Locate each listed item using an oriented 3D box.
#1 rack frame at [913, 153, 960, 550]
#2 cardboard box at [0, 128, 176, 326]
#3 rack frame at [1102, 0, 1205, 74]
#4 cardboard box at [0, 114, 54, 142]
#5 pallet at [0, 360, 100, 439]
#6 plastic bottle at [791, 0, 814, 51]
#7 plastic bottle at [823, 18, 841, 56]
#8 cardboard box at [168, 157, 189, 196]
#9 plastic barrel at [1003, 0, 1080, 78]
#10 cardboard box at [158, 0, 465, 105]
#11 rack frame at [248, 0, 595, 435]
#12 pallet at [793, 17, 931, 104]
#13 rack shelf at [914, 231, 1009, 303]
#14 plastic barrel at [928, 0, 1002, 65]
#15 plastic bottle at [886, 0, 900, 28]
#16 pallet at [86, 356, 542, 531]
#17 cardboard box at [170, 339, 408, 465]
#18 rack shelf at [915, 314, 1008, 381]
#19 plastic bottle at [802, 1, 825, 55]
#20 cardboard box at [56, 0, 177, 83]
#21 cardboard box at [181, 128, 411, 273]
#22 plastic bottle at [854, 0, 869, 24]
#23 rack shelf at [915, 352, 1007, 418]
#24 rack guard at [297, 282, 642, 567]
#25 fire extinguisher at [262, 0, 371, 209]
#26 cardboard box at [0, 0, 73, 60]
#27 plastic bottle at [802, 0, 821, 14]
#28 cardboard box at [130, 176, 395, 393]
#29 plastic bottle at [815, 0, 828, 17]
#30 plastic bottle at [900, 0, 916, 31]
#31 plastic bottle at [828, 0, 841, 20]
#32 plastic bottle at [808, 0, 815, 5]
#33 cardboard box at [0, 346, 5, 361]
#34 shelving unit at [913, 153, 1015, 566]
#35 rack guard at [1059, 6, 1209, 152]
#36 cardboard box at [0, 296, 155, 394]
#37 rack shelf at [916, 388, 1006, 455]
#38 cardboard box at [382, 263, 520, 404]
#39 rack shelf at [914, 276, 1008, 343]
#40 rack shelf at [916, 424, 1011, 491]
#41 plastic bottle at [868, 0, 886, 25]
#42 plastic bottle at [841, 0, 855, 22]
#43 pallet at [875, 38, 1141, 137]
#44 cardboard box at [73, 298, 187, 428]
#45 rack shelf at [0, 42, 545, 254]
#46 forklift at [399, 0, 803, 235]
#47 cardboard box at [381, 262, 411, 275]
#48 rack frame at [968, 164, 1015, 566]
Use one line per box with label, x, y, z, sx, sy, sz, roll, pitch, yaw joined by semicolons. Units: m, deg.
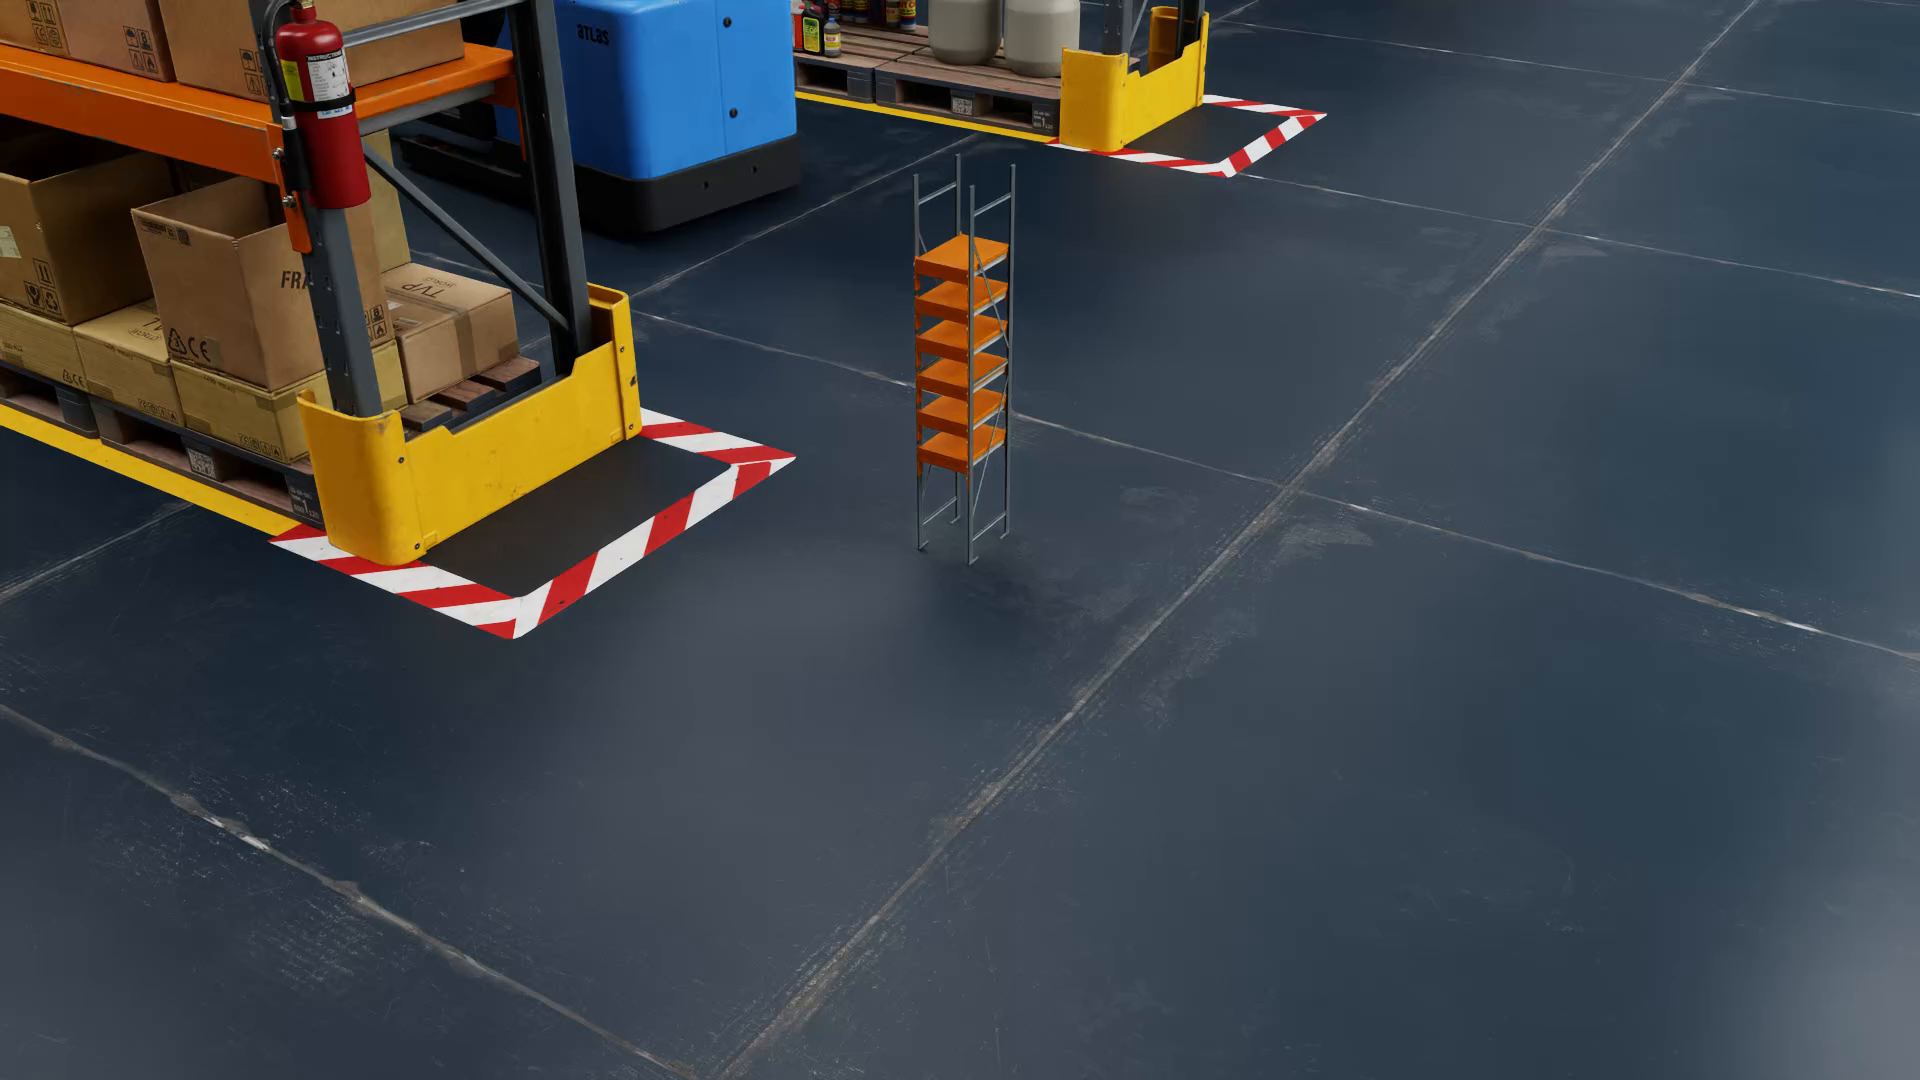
rack frame;-0.065;-0.539;4.983;0.006;1.200;0.240;18;35;27
cardboard box;-3.052;-1.099;5.725;0.500;0.500;0.500;18;35;27
rack frame;1.052;-3.616;8.472;0.127;3.000;1.000;18;35;27
cardboard box;-3.475;-1.234;5.956;0.500;0.500;0.500;18;35;27
pallet;-3.284;-0.813;6.434;1.213;0.211;1.003;18;35;27
plastic bottle;-0.936;-3.014;9.706;0.135;0.276;0.152;18;35;28
plastic bottle;-0.737;-2.903;9.589;0.097;0.201;0.097;0;30;0
cardboard box;-2.776;-1.321;6.105;0.500;0.500;0.500;18;35;27
plastic barrel;0.454;-2.867;9.239;0.421;0.512;0.421;0;30;0
cardboard box;-1.974;-1.677;5.048;0.500;0.500;0.700;18;35;27
rack frame;-1.585;-1.503;4.850;0.127;3.000;1.000;18;35;27
pallet;-0.752;-2.959;10.113;1.213;0.211;1.003;18;35;27
rack shelf;0.012;-0.787;4.782;0.180;0.103;0.258;18;35;27
plastic barrel;0.029;-3.001;9.470;0.421;0.512;0.421;0;30;0
plastic bottle;-0.406;-3.244;10.174;0.097;0.201;0.097;0;30;0
pallet;-2.255;-0.486;5.873;1.213;0.211;1.003;18;35;27
cardboard box;-2.196;-0.514;5.467;0.500;0.250;0.500;18;35;27
rack shelf;0.012;-0.580;4.903;0.180;0.103;0.258;18;35;27
plastic bottle;-0.846;-2.961;9.609;0.133;0.283;0.061;18;35;29
cardboard box;-2.421;-1.816;5.286;0.500;0.500;0.700;19;35;29
cardboard box;-2.345;-1.193;5.885;0.500;0.500;0.500;18;35;27
plastic bottle;-0.609;-3.338;10.267;0.097;0.271;0.097;0;30;0
rack shelf;0.012;-0.476;4.963;0.180;0.103;0.258;18;35;27
rack guard;-1.565;-0.417;5.469;0.348;0.500;1.175;18;35;27
fire extinguisher;-1.732;-1.240;4.475;0.183;0.674;0.296;18;35;27
cardboard box;-2.838;-1.951;5.518;0.500;0.500;0.700;18;35;28
plastic bottle;-0.880;-3.063;9.782;0.133;0.283;0.061;18;35;27
cardboard box;-2.197;-0.837;5.277;0.500;0.500;0.500;18;35;27
plastic bottle;-0.865;-3.419;10.406;0.097;0.271;0.097;0;30;0
plastic bottle;-0.318;-3.247;10.109;0.097;0.271;0.097;0;30;0
plastic bottle;-0.777;-3.361;10.376;0.097;0.201;0.097;0;30;0
plastic bottle;-0.951;-3.417;10.470;0.097;0.201;0.097;0;30;0
cardboard box;-3.473;-0.911;6.147;0.500;0.250;0.500;18;35;27
shelving unit;0.012;-0.514;4.941;0.189;1.200;0.258;18;35;27
rack guard;0.962;-2.537;9.102;0.348;0.500;1.175;18;35;27
cardboard box;-3.051;-0.776;5.916;0.500;0.250;0.500;18;35;27
rack shelf;0.012;-0.372;5.024;0.180;0.103;0.258;18;35;27
cardboard box;-1.921;-0.736;5.846;0.500;0.250;0.500;18;35;27
rack shelf;0.012;-0.683;4.842;0.180;0.103;0.258;18;35;27
rack shelf;0.012;-0.269;5.084;0.180;0.103;0.258;18;35;27
plastic bottle;-0.500;-3.320;10.223;0.133;0.283;0.061;18;35;28
plastic bottle;-0.693;-3.365;10.312;0.097;0.271;0.097;0;30;0
pallet;0.277;-2.632;9.552;1.213;0.211;1.003;18;35;27
cardboard box;-2.626;-0.643;5.688;0.500;0.250;0.500;18;35;27
rack shelf;-3.279;-1.728;5.950;4.000;0.370;1.077;18;35;27
forklift;-2.211;-3.264;7.936;3.031;2.935;1.130;24;38;34
cardboard box;-2.346;-0.868;6.073;0.500;0.250;0.500;18;35;27
rack frame;0.090;-0.490;4.899;0.006;1.200;0.240;18;35;27
